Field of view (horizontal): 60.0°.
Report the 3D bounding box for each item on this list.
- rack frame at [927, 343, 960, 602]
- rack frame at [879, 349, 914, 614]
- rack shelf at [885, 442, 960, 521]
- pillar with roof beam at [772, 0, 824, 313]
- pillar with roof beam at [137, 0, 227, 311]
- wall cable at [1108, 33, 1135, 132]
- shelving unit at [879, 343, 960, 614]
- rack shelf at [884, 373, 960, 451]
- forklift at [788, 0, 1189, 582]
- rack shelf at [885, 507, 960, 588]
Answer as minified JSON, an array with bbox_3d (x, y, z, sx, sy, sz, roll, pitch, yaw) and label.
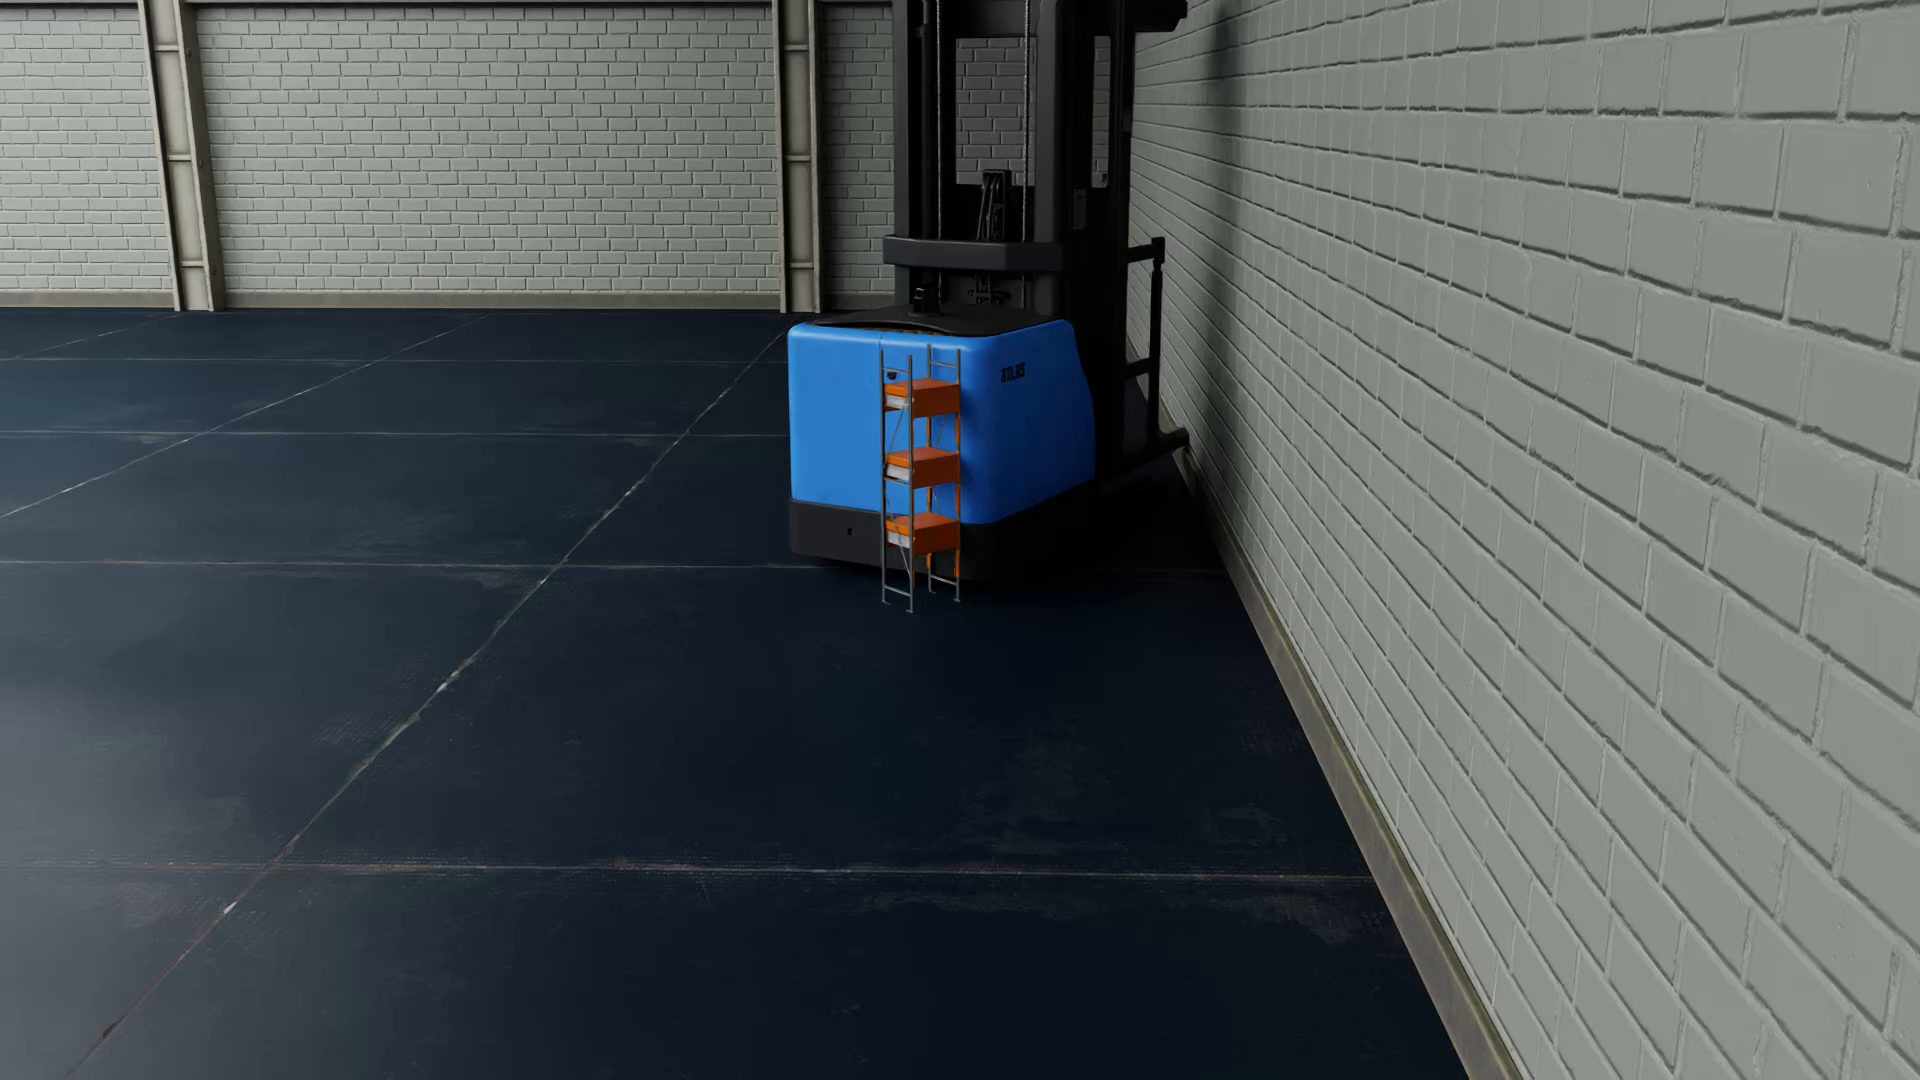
[{"bbox_3d":[-0.066,-0.270,6.806,0.008,1.050,0.200,-12,19,-39],"label":"rack frame"},{"bbox_3d":[-0.253,-0.230,6.653,0.008,1.050,0.200,-12,19,-39],"label":"rack frame"},{"bbox_3d":[-0.160,-0.240,6.732,0.240,0.259,0.215,-12,19,-39],"label":"rack shelf"},{"bbox_3d":[-1.664,-5.514,11.101,0.400,9.000,9.100,0,15,1],"label":"pillar with roof beam"},{"bbox_3d":[-7.662,-5.553,11.249,0.400,9.000,9.100,0,15,1],"label":"pillar with roof beam"},{"bbox_3d":[1.357,-4.754,14.307,0.112,2.526,3.097,0,15,1],"label":"wall cable"},{"bbox_3d":[-0.160,-0.250,6.730,0.252,1.050,0.215,-12,19,-39],"label":"shelving unit"},{"bbox_3d":[-0.160,-0.514,6.660,0.240,0.259,0.215,-12,19,-39],"label":"rack shelf"},{"bbox_3d":[0.402,-1.569,8.042,1.130,2.935,3.031,8,17,28],"label":"forklift"},{"bbox_3d":[-0.160,0.029,6.803,0.240,0.259,0.215,-12,19,-39],"label":"rack shelf"}]
